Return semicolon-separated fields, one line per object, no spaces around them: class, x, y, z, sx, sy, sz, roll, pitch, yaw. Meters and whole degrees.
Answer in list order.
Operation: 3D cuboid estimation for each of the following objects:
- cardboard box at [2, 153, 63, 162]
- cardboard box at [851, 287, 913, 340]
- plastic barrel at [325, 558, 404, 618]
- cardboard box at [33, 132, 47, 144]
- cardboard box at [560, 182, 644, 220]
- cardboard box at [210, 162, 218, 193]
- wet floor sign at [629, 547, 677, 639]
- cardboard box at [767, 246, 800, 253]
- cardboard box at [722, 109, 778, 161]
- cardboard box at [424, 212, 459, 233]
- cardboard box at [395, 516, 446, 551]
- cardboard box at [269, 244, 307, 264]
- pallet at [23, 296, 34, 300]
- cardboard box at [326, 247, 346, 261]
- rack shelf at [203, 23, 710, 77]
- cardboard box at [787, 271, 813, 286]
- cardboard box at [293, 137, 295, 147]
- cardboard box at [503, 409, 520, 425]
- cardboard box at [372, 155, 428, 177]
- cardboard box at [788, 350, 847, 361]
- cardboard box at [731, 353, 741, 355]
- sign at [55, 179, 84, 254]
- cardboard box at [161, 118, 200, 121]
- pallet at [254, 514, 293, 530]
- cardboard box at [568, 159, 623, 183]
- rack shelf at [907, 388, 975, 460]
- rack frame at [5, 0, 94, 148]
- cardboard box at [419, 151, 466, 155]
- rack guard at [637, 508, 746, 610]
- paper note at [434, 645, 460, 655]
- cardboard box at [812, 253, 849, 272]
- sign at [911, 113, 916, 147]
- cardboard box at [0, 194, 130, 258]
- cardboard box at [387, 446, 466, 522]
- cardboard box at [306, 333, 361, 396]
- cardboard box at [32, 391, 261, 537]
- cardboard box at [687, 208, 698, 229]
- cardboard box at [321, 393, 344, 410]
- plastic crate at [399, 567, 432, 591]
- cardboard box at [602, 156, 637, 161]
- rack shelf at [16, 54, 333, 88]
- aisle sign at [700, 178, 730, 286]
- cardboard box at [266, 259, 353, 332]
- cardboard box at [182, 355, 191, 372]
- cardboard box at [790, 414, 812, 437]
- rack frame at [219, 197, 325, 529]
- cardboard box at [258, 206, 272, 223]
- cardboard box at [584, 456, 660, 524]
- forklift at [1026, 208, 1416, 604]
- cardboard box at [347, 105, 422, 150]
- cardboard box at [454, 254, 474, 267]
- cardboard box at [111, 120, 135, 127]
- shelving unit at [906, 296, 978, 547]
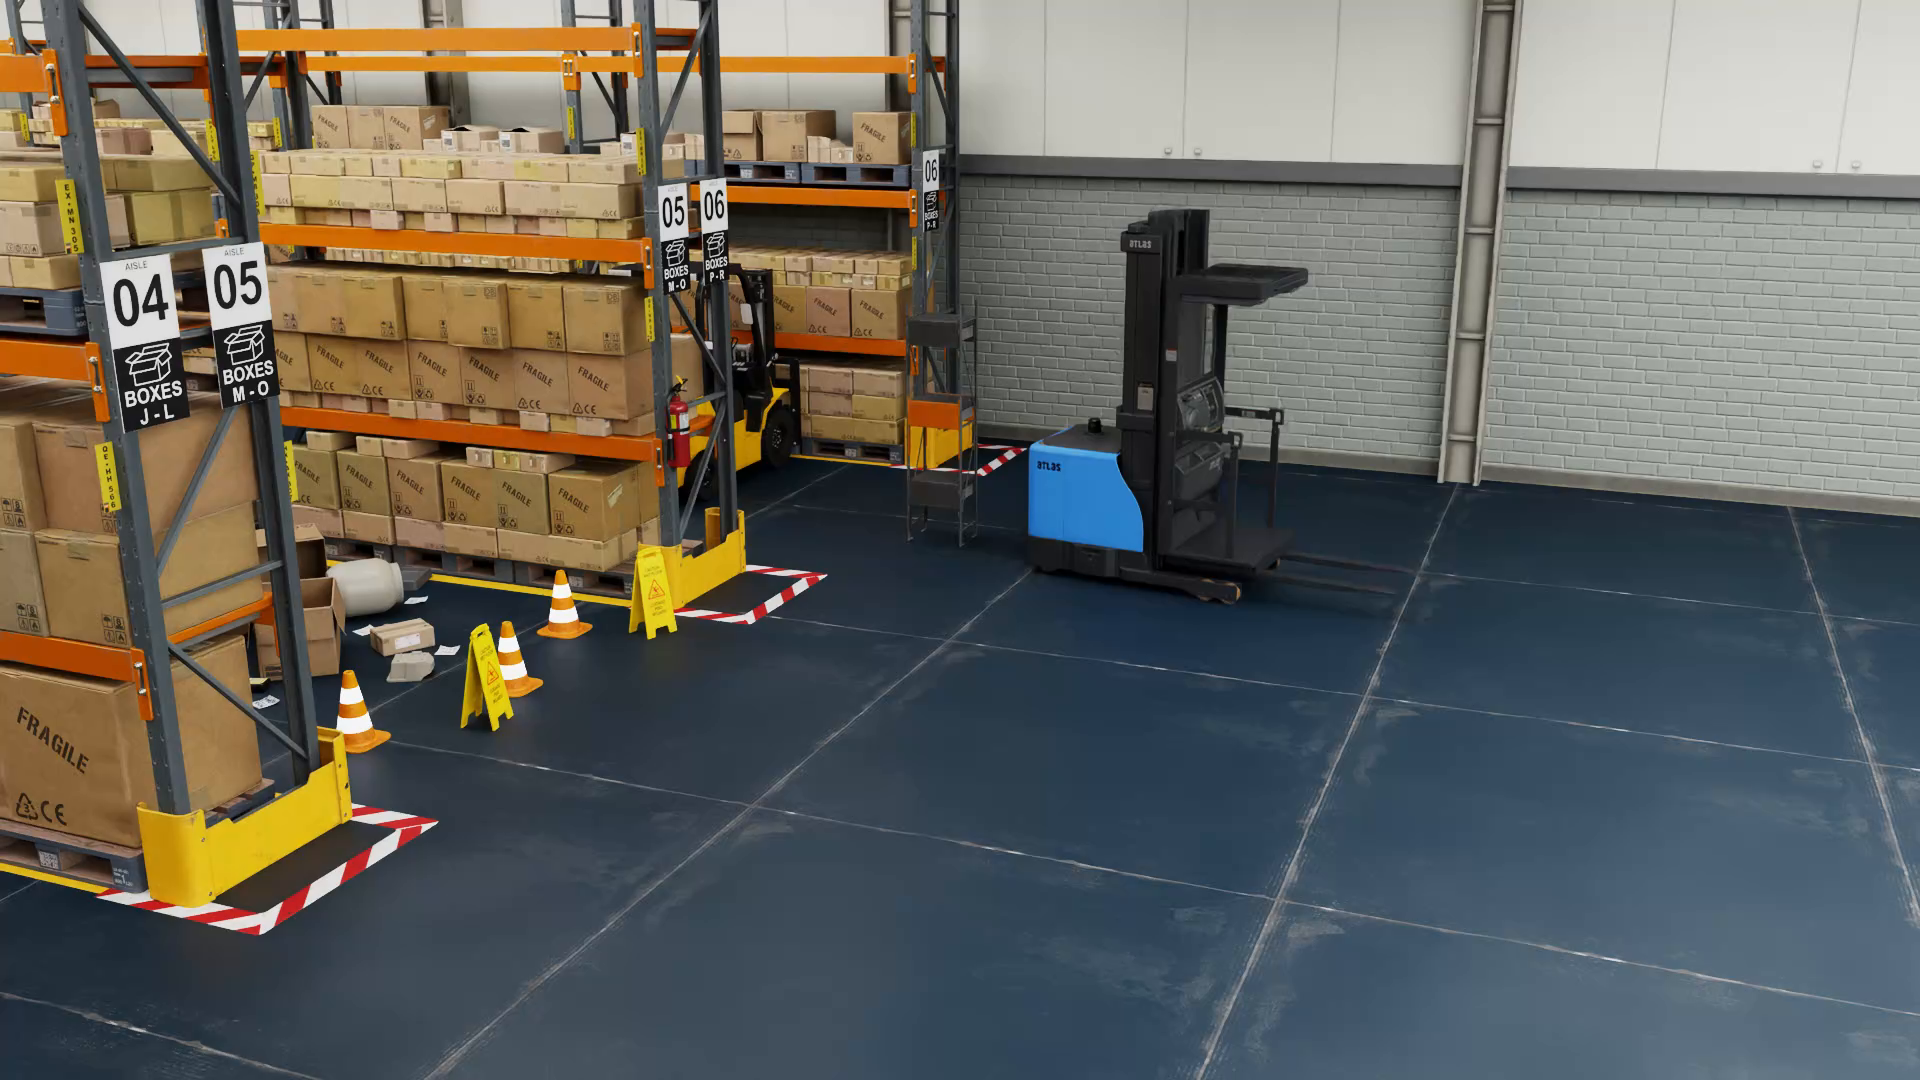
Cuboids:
cardboard box;-4.683;-1.911;8.585;0.250;0.149;0.380;6;17;21
cardboard box;-0.798;-2.376;17.299;0.500;0.500;0.500;6;17;19
plastic barrel;-4.538;0.360;12.673;0.512;0.421;0.421;-9;18;-27
cardboard box;-11.275;-5.009;20.687;0.250;0.149;0.380;7;17;21
cardboard box;-2.636;-2.552;12.439;0.500;0.250;0.500;6;17;20
cardboard box;-6.379;-3.060;13.969;0.500;0.250;0.500;6;17;20
wet floor sign;-2.277;0.369;12.244;0.232;0.644;0.267;14;21;40
cardboard box;-1.906;-3.104;18.108;0.250;0.149;0.380;6;17;21
cardboard box;-2.191;-4.268;17.498;0.637;0.503;0.797;7;18;22
cardboard box;-3.941;-2.488;12.933;0.250;0.149;0.380;6;17;20
cardboard box;-4.338;-0.113;13.861;0.500;0.250;0.500;6;17;20
cardboard box;-8.107;-3.507;20.442;0.500;0.500;0.500;7;18;23
pallet;-5.617;-1.360;8.755;1.213;0.211;1.003;6;17;21
cardboard box;-7.249;-3.388;19.621;0.250;0.149;0.380;7;17;22
rack shelf;-3.922;-3.797;12.908;4.000;0.370;1.077;6;17;21
cardboard box;-1.629;-2.773;17.501;0.250;0.149;0.380;6;17;19
cardboard box;-7.938;-4.824;20.083;0.250;0.149;0.380;6;17;21
cardboard box;-3.432;-1.030;13.294;0.250;0.149;0.380;7;17;21
cardboard box;-4.378;-2.934;13.041;0.250;0.149;0.380;6;17;20
cardboard box;-1.549;-1.910;18.257;0.500;0.250;0.500;6;17;20
cardboard box;-2.691;-1.883;18.164;0.500;0.250;0.500;7;18;23
sign;-3.996;-1.453;7.470;0.005;0.325;0.100;6;17;21
cardboard box;-9.642;-5.135;20.585;0.250;0.149;0.380;7;17;22
pallet;-6.507;-0.208;15.010;1.213;0.211;1.003;6;17;21
cardboard box;-2.710;-2.755;12.425;0.250;0.149;0.380;7;17;22
rack shelf;-0.154;-1.012;14.443;0.480;0.518;0.431;6;17;21
rack frame;-11.407;-6.455;20.766;0.127;3.000;1.000;6;17;21
cardboard box;-4.176;-3.079;13.540;0.250;0.149;0.380;6;17;21
rack guard;-2.132;0.134;13.314;0.348;0.500;1.175;6;17;21
paper note;-3.671;0.787;11.907;0.142;0.019;0.148;0;16;1
cardboard box;-1.353;-2.912;17.448;0.250;0.149;0.380;6;17;21
sign;-0.456;-4.034;16.364;0.005;0.325;0.100;6;17;21
cardboard box;-4.342;-1.503;7.892;0.500;0.250;0.500;7;17;21
cardboard box;-4.349;-0.473;13.757;0.500;0.500;0.500;7;18;24
cardboard box;-5.000;-1.496;13.733;0.500;0.500;0.500;6;17;20
cardboard box;-4.115;-0.403;8.475;0.550;0.550;0.875;6;17;21
cardboard box;-2.251;-2.496;12.962;0.250;0.149;0.380;6;17;21
cardboard box;-5.095;-1.200;13.877;0.250;0.149;0.380;6;17;20
plastic crate;-4.623;0.308;13.469;0.583;0.080;0.402;0;16;1
cardboard box;-2.558;-2.872;12.826;0.250;0.149;0.380;6;17;20
rack shelf;-9.546;-5.712;20.218;4.000;0.370;1.077;6;17;21
aisle sign;-1.890;-2.381;12.831;0.004;0.787;0.394;6;17;21
cardboard box;-5.453;-2.037;13.805;0.500;0.500;0.700;6;17;20
cardboard box;-6.601;-1.561;14.368;0.250;0.149;0.380;6;17;19
cardboard box;-1.718;-1.300;17.951;0.500;0.250;0.500;6;17;21
rack frame;-5.783;-1.467;14.348;0.127;3.000;1.000;6;17;21
cardboard box;-5.580;-2.691;13.633;0.250;0.149;0.380;6;17;20
cardboard box;-2.733;-0.456;13.698;0.500;0.500;0.500;6;17;19
forklift;2.092;-1.077;13.125;3.031;2.935;1.130;9;18;27
cardboard box;-6.595;-4.740;19.127;0.500;0.500;0.700;6;17;20
cardboard box;-5.564;-3.215;19.025;0.250;0.149;0.380;6;17;21
cardboard box;-10.066;-5.028;20.216;0.250;0.149;0.380;6;17;21
shelving unit;-0.154;-1.025;14.439;0.503;2.100;0.431;6;17;21
